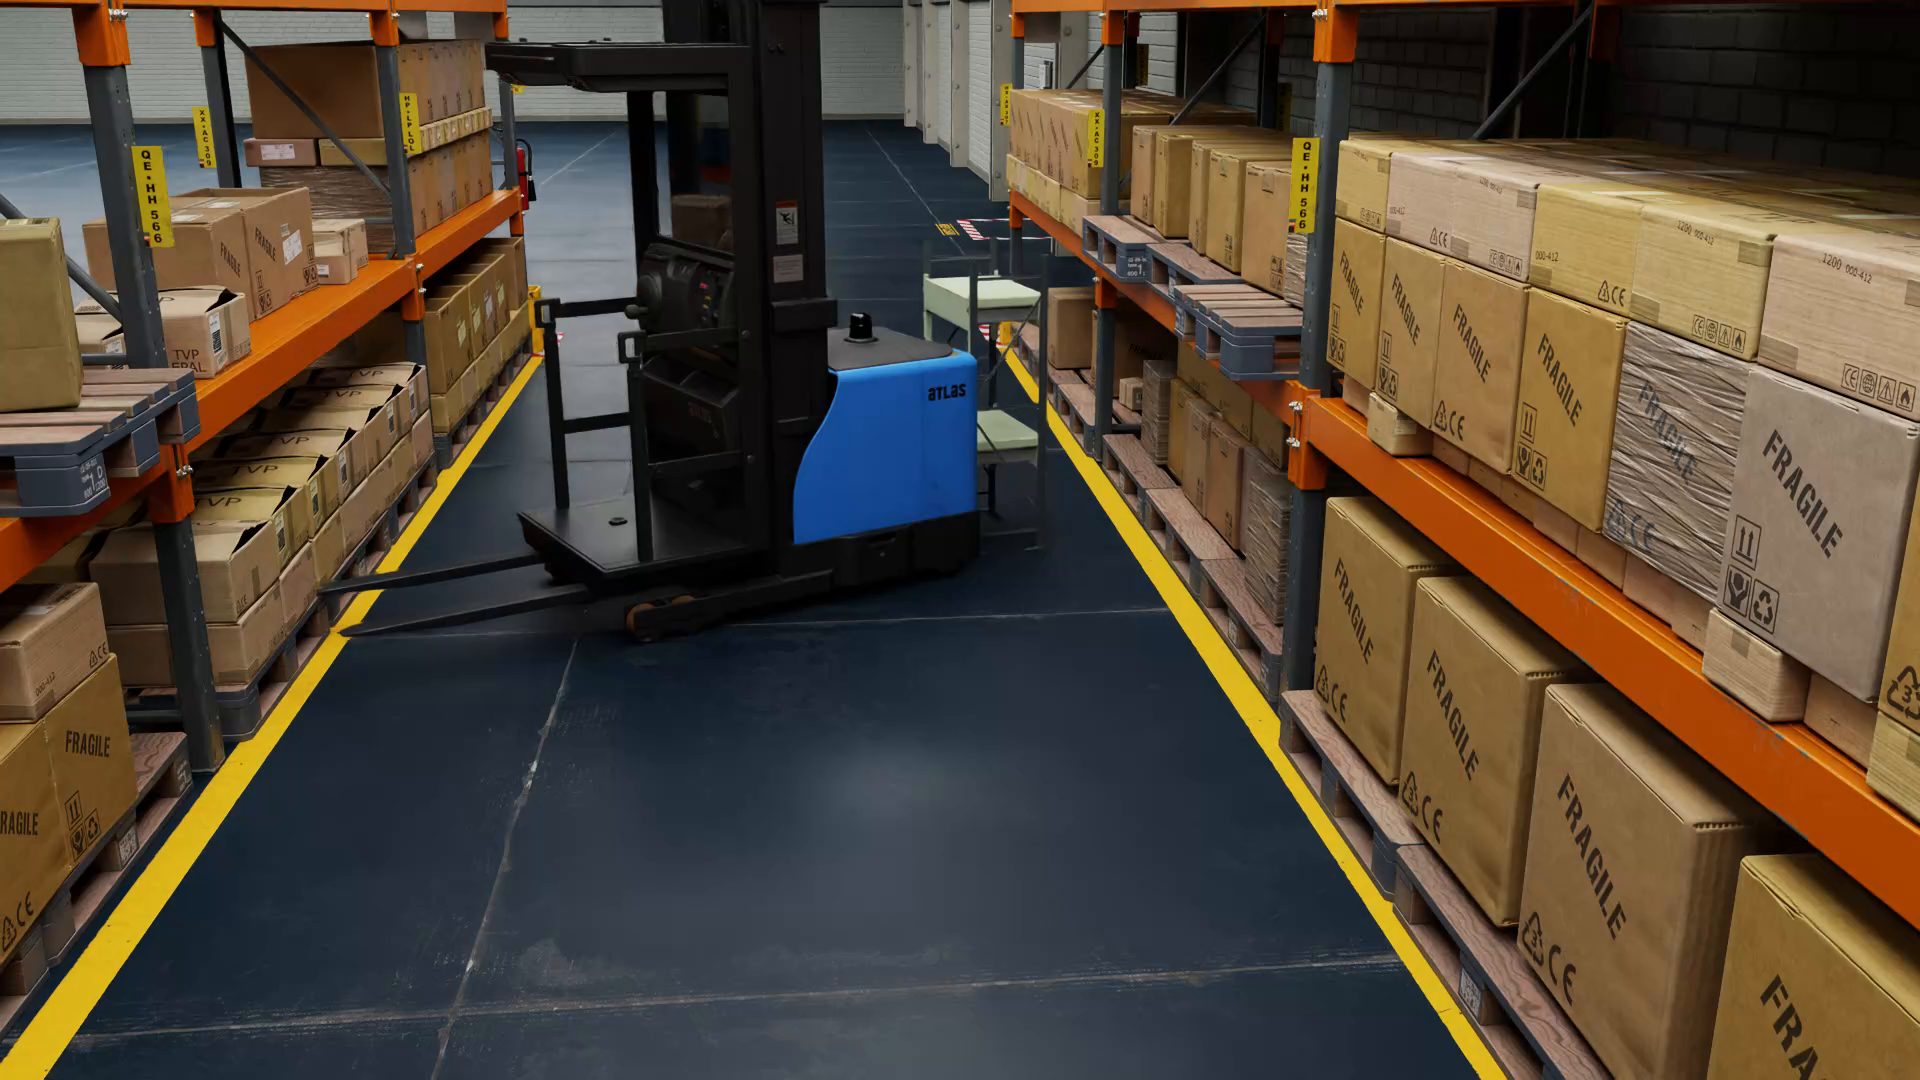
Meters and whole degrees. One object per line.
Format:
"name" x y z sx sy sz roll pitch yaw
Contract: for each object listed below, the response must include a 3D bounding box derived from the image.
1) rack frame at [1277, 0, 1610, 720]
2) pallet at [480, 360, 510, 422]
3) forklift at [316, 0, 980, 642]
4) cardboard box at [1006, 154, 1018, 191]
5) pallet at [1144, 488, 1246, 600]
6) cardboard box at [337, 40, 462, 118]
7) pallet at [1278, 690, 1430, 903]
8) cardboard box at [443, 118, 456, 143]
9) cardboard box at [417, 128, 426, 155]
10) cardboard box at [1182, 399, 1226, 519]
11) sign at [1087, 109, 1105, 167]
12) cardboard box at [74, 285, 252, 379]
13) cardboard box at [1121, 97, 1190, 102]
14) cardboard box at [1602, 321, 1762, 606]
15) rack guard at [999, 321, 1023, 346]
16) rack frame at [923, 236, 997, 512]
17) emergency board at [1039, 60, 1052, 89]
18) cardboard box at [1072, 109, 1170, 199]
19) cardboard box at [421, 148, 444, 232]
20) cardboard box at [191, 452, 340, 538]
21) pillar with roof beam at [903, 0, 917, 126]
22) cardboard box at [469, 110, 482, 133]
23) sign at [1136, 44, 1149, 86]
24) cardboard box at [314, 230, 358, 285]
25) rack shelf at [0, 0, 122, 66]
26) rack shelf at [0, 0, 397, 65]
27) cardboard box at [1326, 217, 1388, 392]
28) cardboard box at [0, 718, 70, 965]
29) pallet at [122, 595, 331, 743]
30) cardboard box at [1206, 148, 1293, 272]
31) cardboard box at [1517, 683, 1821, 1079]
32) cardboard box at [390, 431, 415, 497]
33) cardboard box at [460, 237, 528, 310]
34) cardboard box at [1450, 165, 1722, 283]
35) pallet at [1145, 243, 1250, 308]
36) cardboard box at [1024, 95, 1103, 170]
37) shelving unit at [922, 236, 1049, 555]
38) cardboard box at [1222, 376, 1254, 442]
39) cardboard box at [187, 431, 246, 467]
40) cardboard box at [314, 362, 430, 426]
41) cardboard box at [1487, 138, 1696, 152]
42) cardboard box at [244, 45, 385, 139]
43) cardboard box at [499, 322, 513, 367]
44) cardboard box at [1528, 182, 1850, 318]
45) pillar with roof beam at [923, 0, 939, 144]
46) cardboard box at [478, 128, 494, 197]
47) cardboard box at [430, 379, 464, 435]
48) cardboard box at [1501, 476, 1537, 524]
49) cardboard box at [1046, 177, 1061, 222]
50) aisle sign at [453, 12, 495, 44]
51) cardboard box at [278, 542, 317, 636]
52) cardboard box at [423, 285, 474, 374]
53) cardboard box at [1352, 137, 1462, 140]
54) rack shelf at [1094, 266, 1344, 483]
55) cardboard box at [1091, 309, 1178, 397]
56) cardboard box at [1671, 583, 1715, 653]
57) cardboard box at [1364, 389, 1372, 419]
"rack frame" 1.743 -0.743 6.035 1.000 3.000 0.127 -2 18 -6
"pallet" -3.765 -1.053 11.677 1.003 0.211 1.213 -2 18 -6
"forklift" -1.412 -1.133 7.393 3.031 2.935 1.130 -11 21 -32
"cardboard box" 0.653 -2.909 13.152 0.500 0.250 0.500 -2 18 -7
"pallet" 1.542 -0.008 8.350 1.003 0.211 1.213 -2 18 -6
"cardboard box" -3.855 -3.177 11.455 0.700 0.500 0.500 -2 18 -5
"pallet" 1.750 0.825 5.697 1.003 0.211 1.213 -2 18 -6
"cardboard box" -3.618 -2.759 11.208 0.380 0.149 0.250 -2 18 -6
"cardboard box" -3.514 -2.453 10.234 0.380 0.149 0.250 -2 18 -6
"cardboard box" 1.539 -0.427 8.469 0.700 0.500 0.500 -2 17 -5
"sign" 0.792 -2.328 9.641 0.100 0.325 0.005 -2 18 -6
"cardboard box" -3.083 -0.819 6.425 0.500 0.311 0.500 -2 18 -6
"cardboard box" 1.330 -2.834 11.661 0.500 0.500 0.500 -2 17 -5
"cardboard box" 1.752 -0.182 3.551 0.500 0.500 0.500 -2 18 -6
"rack guard" 0.926 -1.911 13.929 1.175 0.500 0.348 -2 18 -6
"rack frame" 0.002 -0.863 8.923 0.400 1.500 0.023 -6 18 -18
"emergency board" 1.015 -5.469 21.091 0.194 1.169 0.643 -2 18 -6
"cardboard box" 0.974 -2.362 10.157 0.500 0.500 0.500 -2 18 -6
"cardboard box" -3.757 -2.267 10.722 0.700 0.500 0.500 -2 17 -5
"cardboard box" -3.058 -0.218 7.317 0.500 0.311 0.500 -2 18 -7
"pillar with roof beam" -5.525 -14.612 40.196 9.100 9.000 0.400 -2 18 -6
"cardboard box" -3.725 -3.067 12.189 0.380 0.149 0.250 -2 18 -6
"sign" 1.472 -3.841 13.442 0.100 0.325 0.005 -2 18 -6
"cardboard box" -3.323 -1.460 8.544 0.396 0.266 0.258 -2 18 -7
"rack shelf" -2.977 -1.081 3.305 1.077 0.370 4.000 -2 18 -6
"rack shelf" -3.390 -2.272 7.101 1.077 0.370 4.000 -2 18 -6
"cardboard box" 1.539 -0.789 5.486 0.500 0.500 0.500 -1 17 -4
"cardboard box" -2.800 0.820 4.497 0.500 0.500 0.500 -2 18 -8
"pallet" -3.230 0.495 6.747 1.003 0.211 1.213 -2 18 -6
"cardboard box" 1.534 -1.511 7.580 0.700 0.500 0.500 -2 18 -6
"cardboard box" 1.865 0.820 3.946 0.750 0.750 0.750 -1 17 -4
"cardboard box" -3.215 -0.403 8.844 0.500 0.250 0.500 -2 18 -6
"cardboard box" -3.657 -2.068 12.893 0.500 0.500 0.500 -2 18 -6
"cardboard box" 1.645 -0.848 4.420 0.500 0.250 0.500 -2 18 -5
"pallet" 1.499 -1.240 7.938 1.003 0.211 1.213 -2 18 -6
"cardboard box" 0.757 -2.969 12.091 0.500 0.500 0.500 -2 18 -7
"shelving unit" 0.121 -0.760 8.593 0.431 1.500 0.755 -6 18 -18
"cardboard box" 1.563 -0.656 7.944 0.500 0.250 0.500 -2 18 -6
"cardboard box" -3.641 -0.348 7.730 0.500 0.311 0.500 -1 17 -4
"cardboard box" -3.269 -0.825 9.249 0.500 0.311 0.500 -2 18 -6
"cardboard box" 2.048 -1.173 5.455 0.500 0.250 0.500 -1 17 -4
"cardboard box" -3.648 -2.579 9.551 0.700 0.500 0.500 -2 18 -5
"cardboard box" -3.543 -1.412 12.058 0.500 0.250 0.500 -2 18 -6
"cardboard box" 1.704 -0.696 3.936 0.500 0.250 0.500 -2 18 -7
"pillar with roof beam" -4.907 -12.824 34.502 9.100 9.000 0.400 -2 18 -6
"cardboard box" -3.973 -2.880 12.677 0.700 0.500 0.500 -2 18 -6
"cardboard box" -3.342 -0.816 10.159 0.500 0.250 0.500 -2 18 -6
"cardboard box" 1.707 -0.145 4.516 0.380 0.149 0.250 -2 17 -5
"cardboard box" 0.870 -2.302 11.220 0.500 0.250 0.500 -2 18 -6
"aisle sign" -3.723 -4.241 12.838 0.394 0.787 0.004 -2 18 -6
"cardboard box" -2.998 0.208 6.896 0.500 0.250 0.500 -2 18 -7
"cardboard box" -3.392 -1.323 10.521 0.500 0.500 0.500 -2 18 -6
"cardboard box" 1.678 -1.412 6.182 0.380 0.149 0.250 -4 18 -13
"rack shelf" 1.537 -0.995 8.041 1.077 0.370 4.000 -2 18 -6
"cardboard box" 1.184 -1.260 11.121 0.500 0.500 0.500 -3 18 -10
"cardboard box" 1.763 0.163 3.538 0.380 0.149 0.250 -2 18 -6
"cardboard box" 1.564 -0.452 5.495 0.380 0.149 0.250 -2 17 -5
